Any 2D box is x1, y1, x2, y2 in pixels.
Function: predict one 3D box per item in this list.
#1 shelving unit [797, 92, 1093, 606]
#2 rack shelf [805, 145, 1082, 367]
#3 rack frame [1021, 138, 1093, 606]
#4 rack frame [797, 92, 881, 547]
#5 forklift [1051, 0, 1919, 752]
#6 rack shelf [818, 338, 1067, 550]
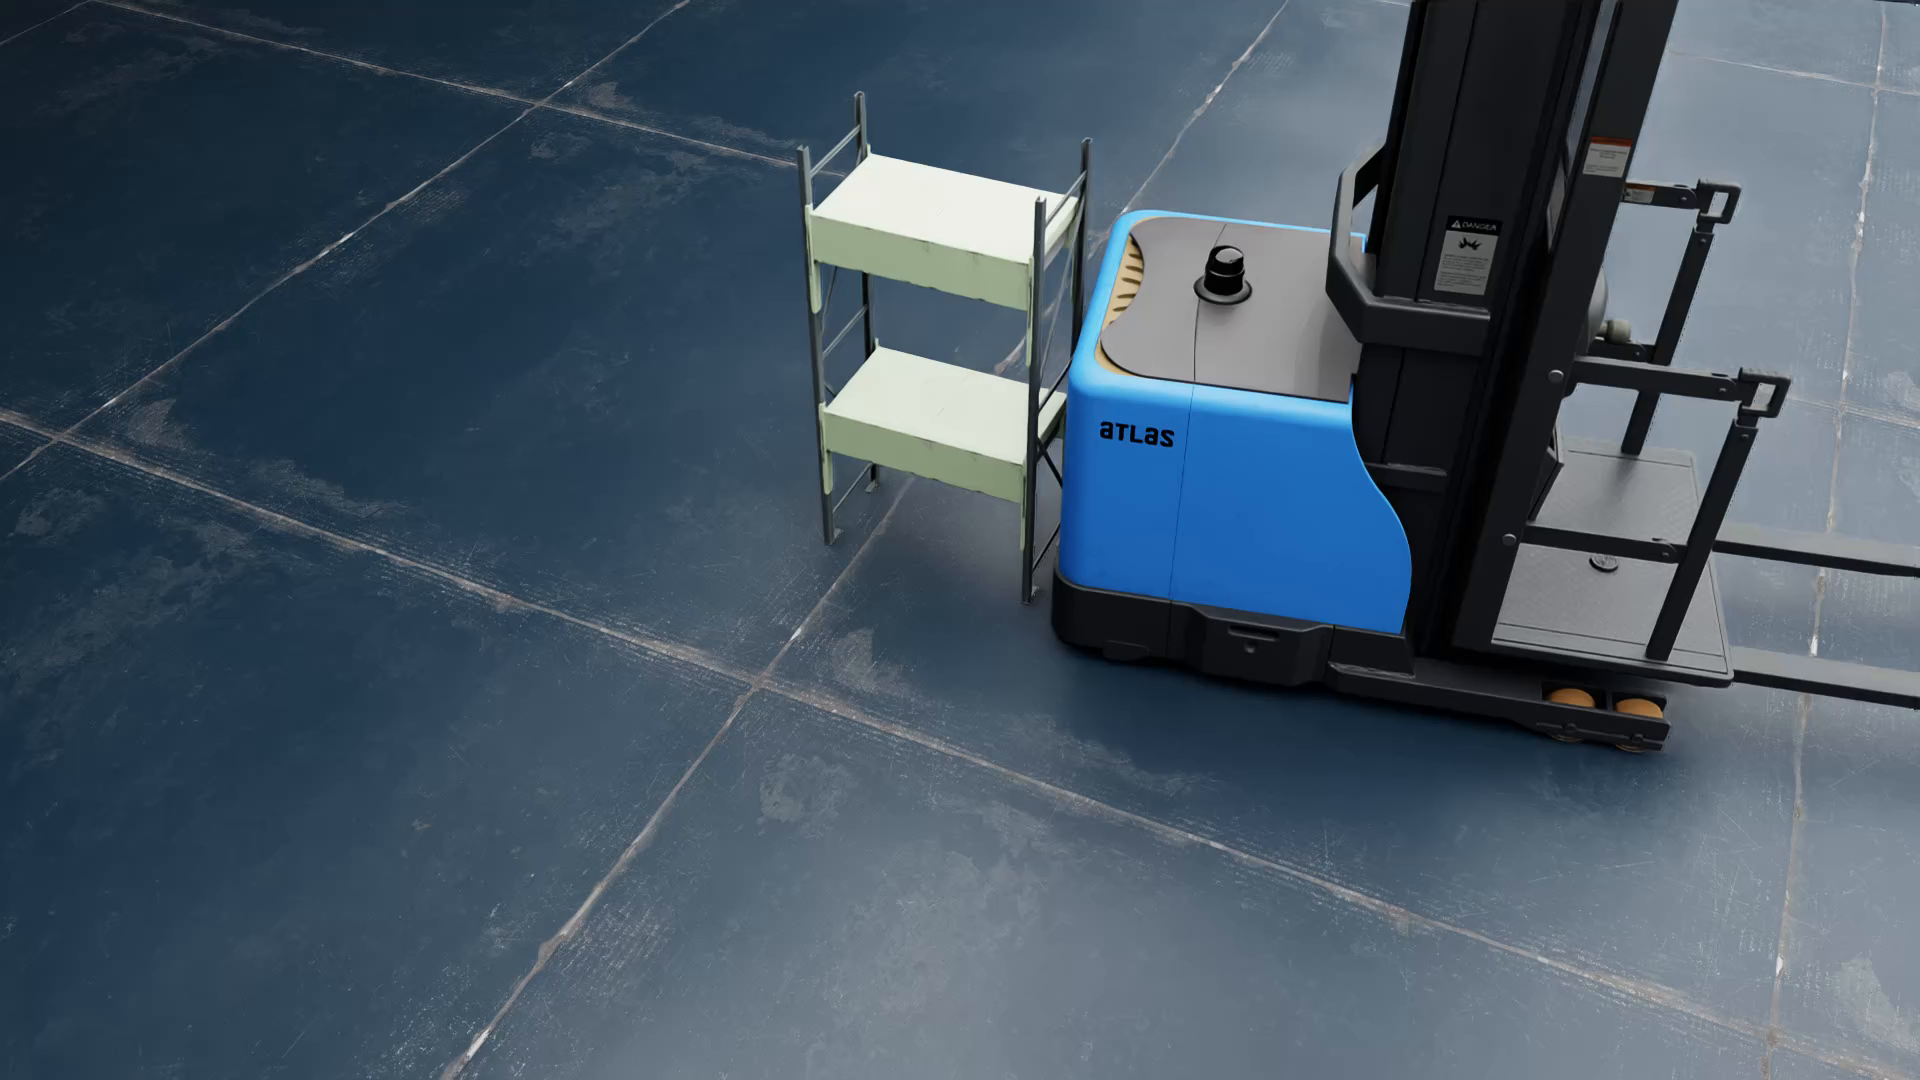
[{"bbox_3d":[-0.042,-0.569,5.262,0.755,1.500,0.431,16,43,18],"label":"shelving unit"},{"bbox_3d":[-0.042,-0.864,5.006,0.720,0.370,0.431,16,43,18],"label":"rack shelf"},{"bbox_3d":[0.293,-0.473,5.150,0.023,1.500,0.400,16,43,18],"label":"rack frame"},{"bbox_3d":[-0.377,-0.666,5.373,0.023,1.500,0.400,16,43,18],"label":"rack frame"},{"bbox_3d":[1.865,-0.852,4.495,3.031,2.935,1.130,8,42,10],"label":"forklift"},{"bbox_3d":[-0.042,-0.323,5.475,0.720,0.370,0.431,16,43,18],"label":"rack shelf"}]
